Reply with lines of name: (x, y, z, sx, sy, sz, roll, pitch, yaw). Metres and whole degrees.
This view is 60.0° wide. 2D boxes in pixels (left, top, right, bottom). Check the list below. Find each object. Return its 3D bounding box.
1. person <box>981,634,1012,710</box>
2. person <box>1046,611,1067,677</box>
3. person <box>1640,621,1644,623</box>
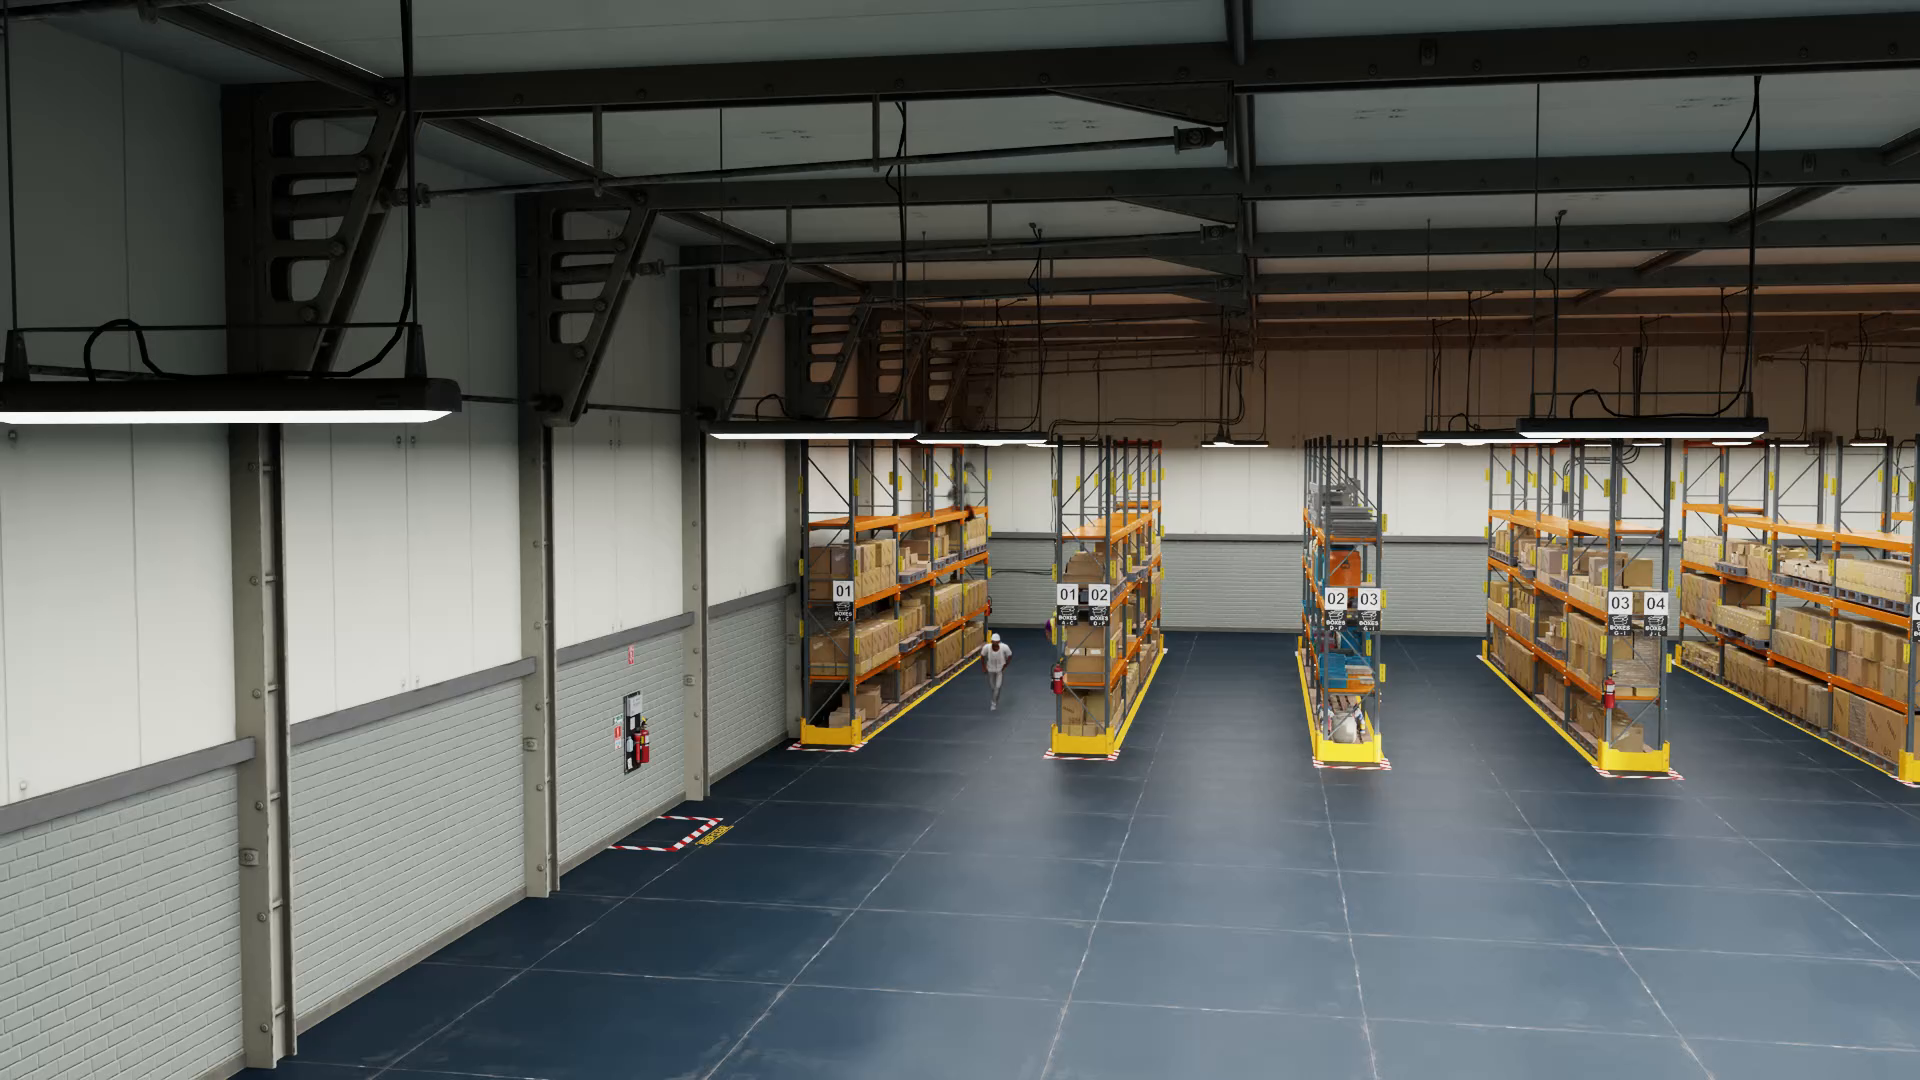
person: (0.809, 2.906, 36.868, 0.700, 1.698, 0.898, 0, 3, 1)
person: (2.539, 2.608, 42.374, 0.716, 1.712, 1.009, 1, 3, 10)
person: (17.584, 2.652, 42.643, 0.529, 1.537, 0.534, 1, 3, 13)
